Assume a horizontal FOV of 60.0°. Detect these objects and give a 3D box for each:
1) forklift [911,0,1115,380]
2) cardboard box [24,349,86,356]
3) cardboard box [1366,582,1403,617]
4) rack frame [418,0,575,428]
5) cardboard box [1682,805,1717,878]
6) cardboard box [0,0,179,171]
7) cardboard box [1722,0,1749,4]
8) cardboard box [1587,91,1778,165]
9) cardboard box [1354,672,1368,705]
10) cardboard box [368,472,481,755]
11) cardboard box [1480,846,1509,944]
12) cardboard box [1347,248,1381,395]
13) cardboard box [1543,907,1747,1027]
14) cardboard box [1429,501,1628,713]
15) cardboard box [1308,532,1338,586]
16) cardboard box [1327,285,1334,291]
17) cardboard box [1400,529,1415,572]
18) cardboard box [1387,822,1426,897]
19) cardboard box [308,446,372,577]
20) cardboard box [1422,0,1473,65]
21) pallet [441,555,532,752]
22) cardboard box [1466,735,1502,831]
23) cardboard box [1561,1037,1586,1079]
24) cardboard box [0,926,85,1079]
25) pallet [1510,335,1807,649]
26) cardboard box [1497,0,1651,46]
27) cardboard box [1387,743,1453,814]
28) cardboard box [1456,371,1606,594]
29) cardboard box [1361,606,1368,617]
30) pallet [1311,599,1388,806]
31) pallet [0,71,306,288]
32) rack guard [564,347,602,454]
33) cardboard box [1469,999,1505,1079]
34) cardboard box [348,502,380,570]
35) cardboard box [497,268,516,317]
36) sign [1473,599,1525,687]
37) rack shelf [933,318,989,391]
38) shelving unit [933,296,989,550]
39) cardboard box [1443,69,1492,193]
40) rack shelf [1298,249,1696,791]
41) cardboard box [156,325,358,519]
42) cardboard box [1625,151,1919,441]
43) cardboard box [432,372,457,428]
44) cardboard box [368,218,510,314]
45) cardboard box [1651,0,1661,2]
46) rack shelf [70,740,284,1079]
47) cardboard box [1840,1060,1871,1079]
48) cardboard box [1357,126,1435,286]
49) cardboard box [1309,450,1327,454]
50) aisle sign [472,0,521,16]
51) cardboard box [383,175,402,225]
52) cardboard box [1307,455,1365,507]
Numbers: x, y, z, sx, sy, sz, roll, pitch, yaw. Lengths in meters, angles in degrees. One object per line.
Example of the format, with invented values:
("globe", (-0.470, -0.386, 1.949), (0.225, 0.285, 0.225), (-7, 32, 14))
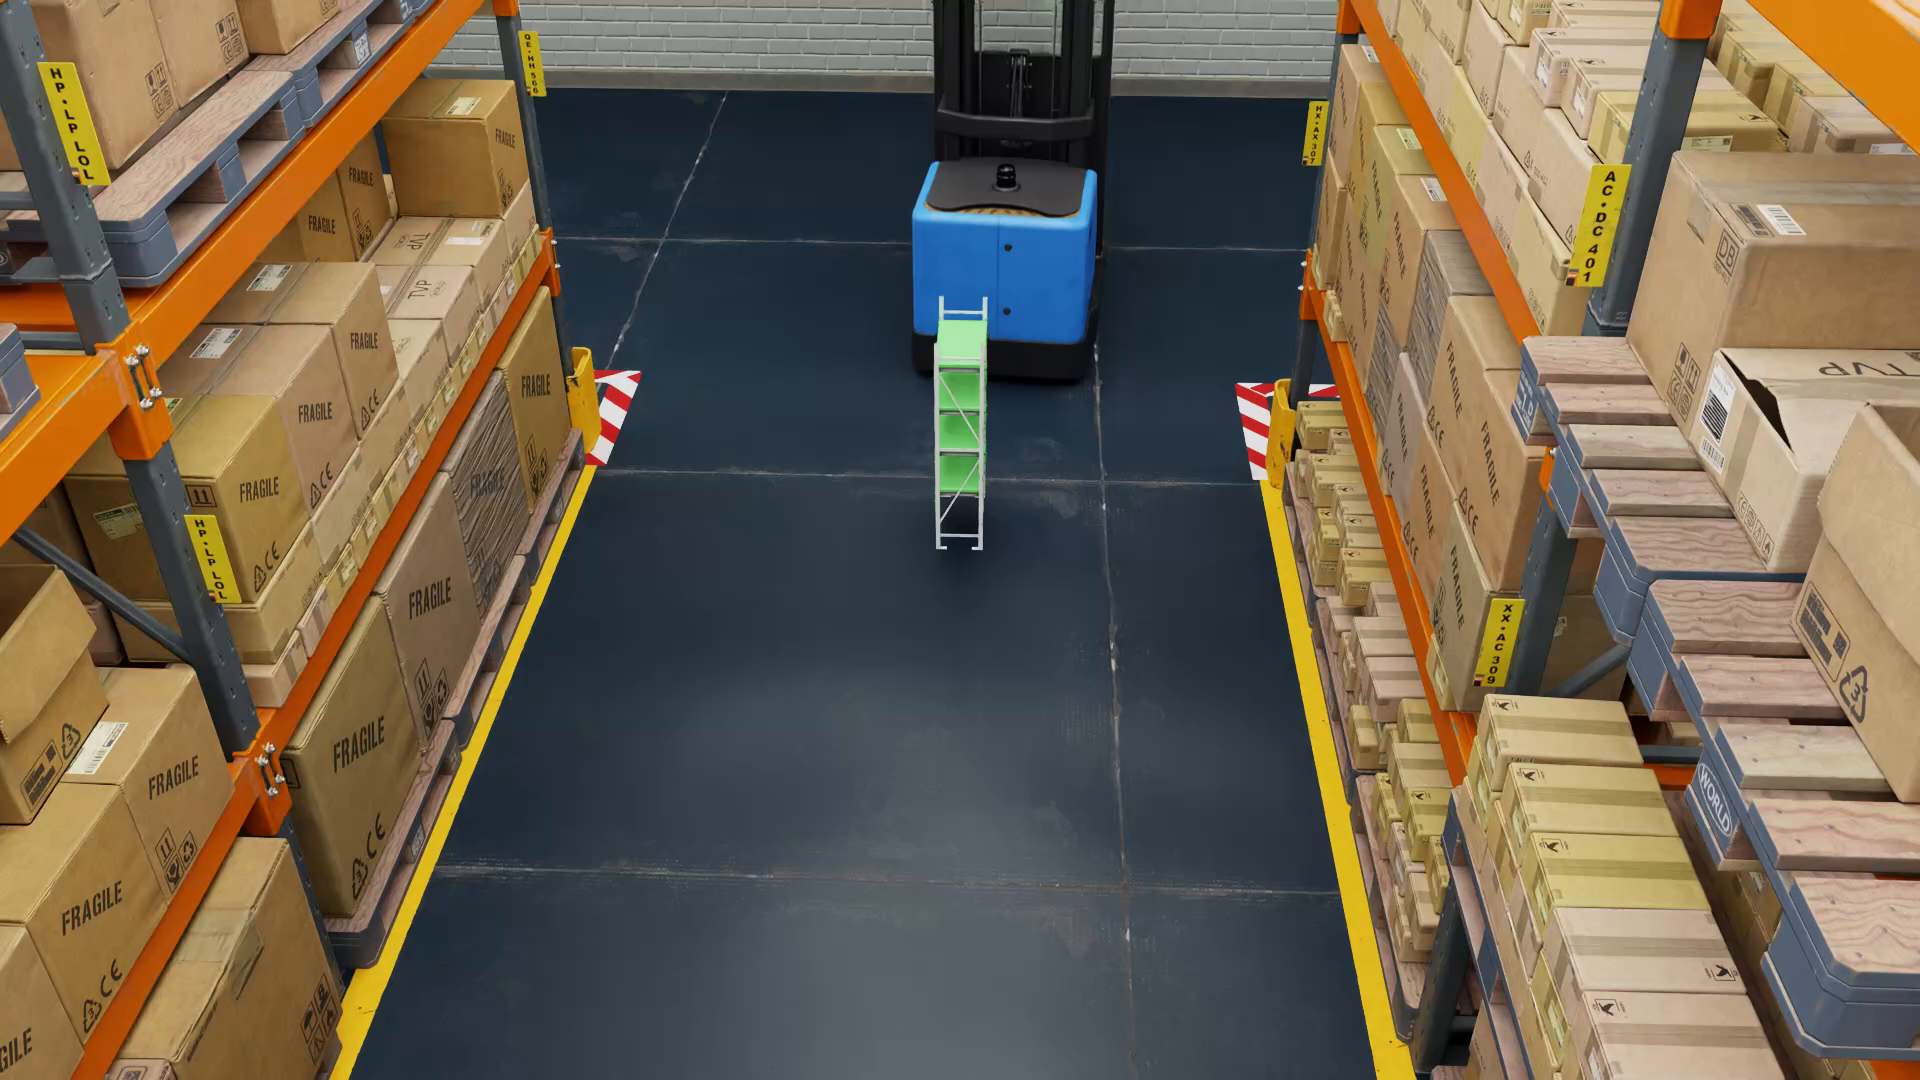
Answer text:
("forklift", (0.416, -2.993, 10.405), (1.130, 2.935, 3.031), (4, 35, 6))
("cardboard box", (-3.044, -0.430, 5.919), (0.500, 0.500, 0.500), (2, 35, 2))
("cardboard box", (1.985, 0.317, 7.233), (0.380, 0.149, 0.250), (1, 35, 2))
("rack frame", (-2.659, -1.803, 8.653), (1.000, 3.000, 0.127), (1, 35, 2))
("cardboard box", (2.314, 0.831, 4.758), (0.380, 0.149, 0.250), (1, 35, 1))
("cardboard box", (-2.848, -1.437, 4.984), (0.700, 0.500, 0.500), (-1, 35, -1))
("cardboard box", (2.430, -1.626, 5.141), (0.380, 0.149, 0.250), (0, 35, 0))
("cardboard box", (1.872, -1.052, 4.324), (0.380, 0.149, 0.250), (0, 35, 0))
("cardboard box", (1.927, 0.686, 7.225), (0.380, 0.149, 0.250), (2, 35, 3))
("cardboard box", (-2.677, 0.298, 7.146), (0.875, 0.875, 0.875), (1, 35, 2))
("cardboard box", (1.652, 0.974, 4.555), (0.380, 0.149, 0.250), (2, 35, 3))
("cardboard box", (1.971, -0.953, 7.097), (0.500, 0.500, 0.500), (2, 35, 3))
("cardboard box", (1.627, 1.022, 3.969), (0.380, 0.149, 0.250), (1, 35, 1))
("cardboard box", (1.870, 0.220, 5.428), (0.500, 0.500, 0.500), (1, 35, 2))
("cardboard box", (1.901, 0.097, 8.063), (0.380, 0.149, 0.250), (2, 35, 2))
("cardboard box", (1.984, -1.202, 8.016), (0.380, 0.149, 0.250), (3, 35, 4))
("cardboard box", (1.898, -0.006, 6.314), (0.380, 0.149, 0.250), (0, 35, 0))
("cardboard box", (1.826, 1.196, 6.240), (0.380, 0.149, 0.250), (0, 35, 0))
("cardboard box", (-2.514, -0.115, 6.122), (0.500, 0.250, 0.500), (1, 35, 2))
("cardboard box", (1.945, -1.874, 5.841), (0.500, 0.250, 0.500), (0, 35, 0))
("pallet", (-2.664, 0.498, 7.804), (1.003, 0.211, 1.213), (1, 35, 2))
("cardboard box", (1.657, 0.692, 4.696), (0.380, 0.149, 0.250), (2, 35, 3))
("cardboard box", (1.620, 1.294, 3.840), (0.380, 0.149, 0.250), (3, 35, 4))
("cardboard box", (-2.606, 1.313, 4.131), (0.500, 0.500, 0.500), (1, 35, 1))
("pallet", (2.001, -0.131, 3.828), (1.213, 0.211, 1.003), (1, 35, 2))
("cardboard box", (1.906, -1.651, 5.177), (0.380, 0.149, 0.250), (0, 35, 0))
("cardboard box", (1.860, 0.917, 6.379), (0.380, 0.149, 0.250), (1, 35, 1))
("cardboard box", (1.881, -0.181, 5.129), (0.500, 0.500, 0.500), (0, 35, 0))
("cardboard box", (2.023, 0.292, 7.527), (0.380, 0.149, 0.250), (3, 35, 4))
("pallet", (2.170, 0.719, 7.489), (1.003, 0.211, 1.213), (1, 35, 2))
("pallet", (-2.776, -1.166, 5.214), (1.003, 0.211, 1.213), (1, 35, 2))
("rack guard", (-2.658, -0.794, 9.391), (1.175, 0.500, 0.348), (1, 35, 2))
("cardboard box", (1.839, 1.630, 4.924), (0.500, 0.250, 0.500), (0, 35, 0))
("cardboard box", (-2.446, -0.018, 6.331), (0.380, 0.149, 0.250), (0, 35, 1))
("cardboard box", (-2.364, -1.194, 8.004), (0.380, 0.149, 0.250), (1, 35, 2))
("sign", (1.590, 0.305, 4.900), (0.100, 0.325, 0.005), (1, 35, 2))
("rack shelf", (0.007, -0.926, 8.247), (0.258, 0.148, 0.480), (1, 35, 2))
("shelving unit", (0.007, -0.586, 8.486), (0.258, 1.200, 0.503), (1, 35, 2))
("cardboard box", (1.934, -1.365, 5.551), (0.500, 0.250, 0.500), (1, 35, 1))
("rack shelf", (2.213, -0.187, 6.979), (1.077, 0.370, 4.000), (1, 35, 2))
("cardboard box", (-2.517, -0.424, 5.910), (0.500, 0.500, 0.500), (1, 35, 2))
("cardboard box", (2.007, -0.557, 3.819), (0.700, 0.500, 0.500), (1, 35, 2))
("cardboard box", (-2.406, -0.610, 7.174), (0.380, 0.149, 0.250), (2, 35, 3))
("cardboard box", (-2.434, -1.288, 7.791), (0.500, 0.250, 0.500), (1, 35, 1))
("cardboard box", (2.450, -1.549, 5.378), (0.500, 0.250, 0.500), (2, 35, 3))
("rack shelf", (-2.900, 1.938, 3.955), (1.077, 0.370, 4.000), (1, 35, 2))
("cardboard box", (2.273, 1.310, 3.817), (0.380, 0.149, 0.250), (0, 35, -1))
("cardboard box", (1.953, -1.362, 6.810), (0.500, 0.500, 0.500), (1, 35, 1))
("cardboard box", (2.016, -0.463, 8.601), (0.380, 0.149, 0.250), (3, 35, 4))
("aisle sign", (-2.356, -2.901, 7.954), (0.394, 0.787, 0.004), (1, 35, 2))
("cardboard box", (-2.948, -1.594, 8.227), (0.500, 0.250, 0.500), (0, 35, 1))
("cardboard box", (1.904, -0.283, 8.087), (0.380, 0.149, 0.250), (1, 35, 2))
